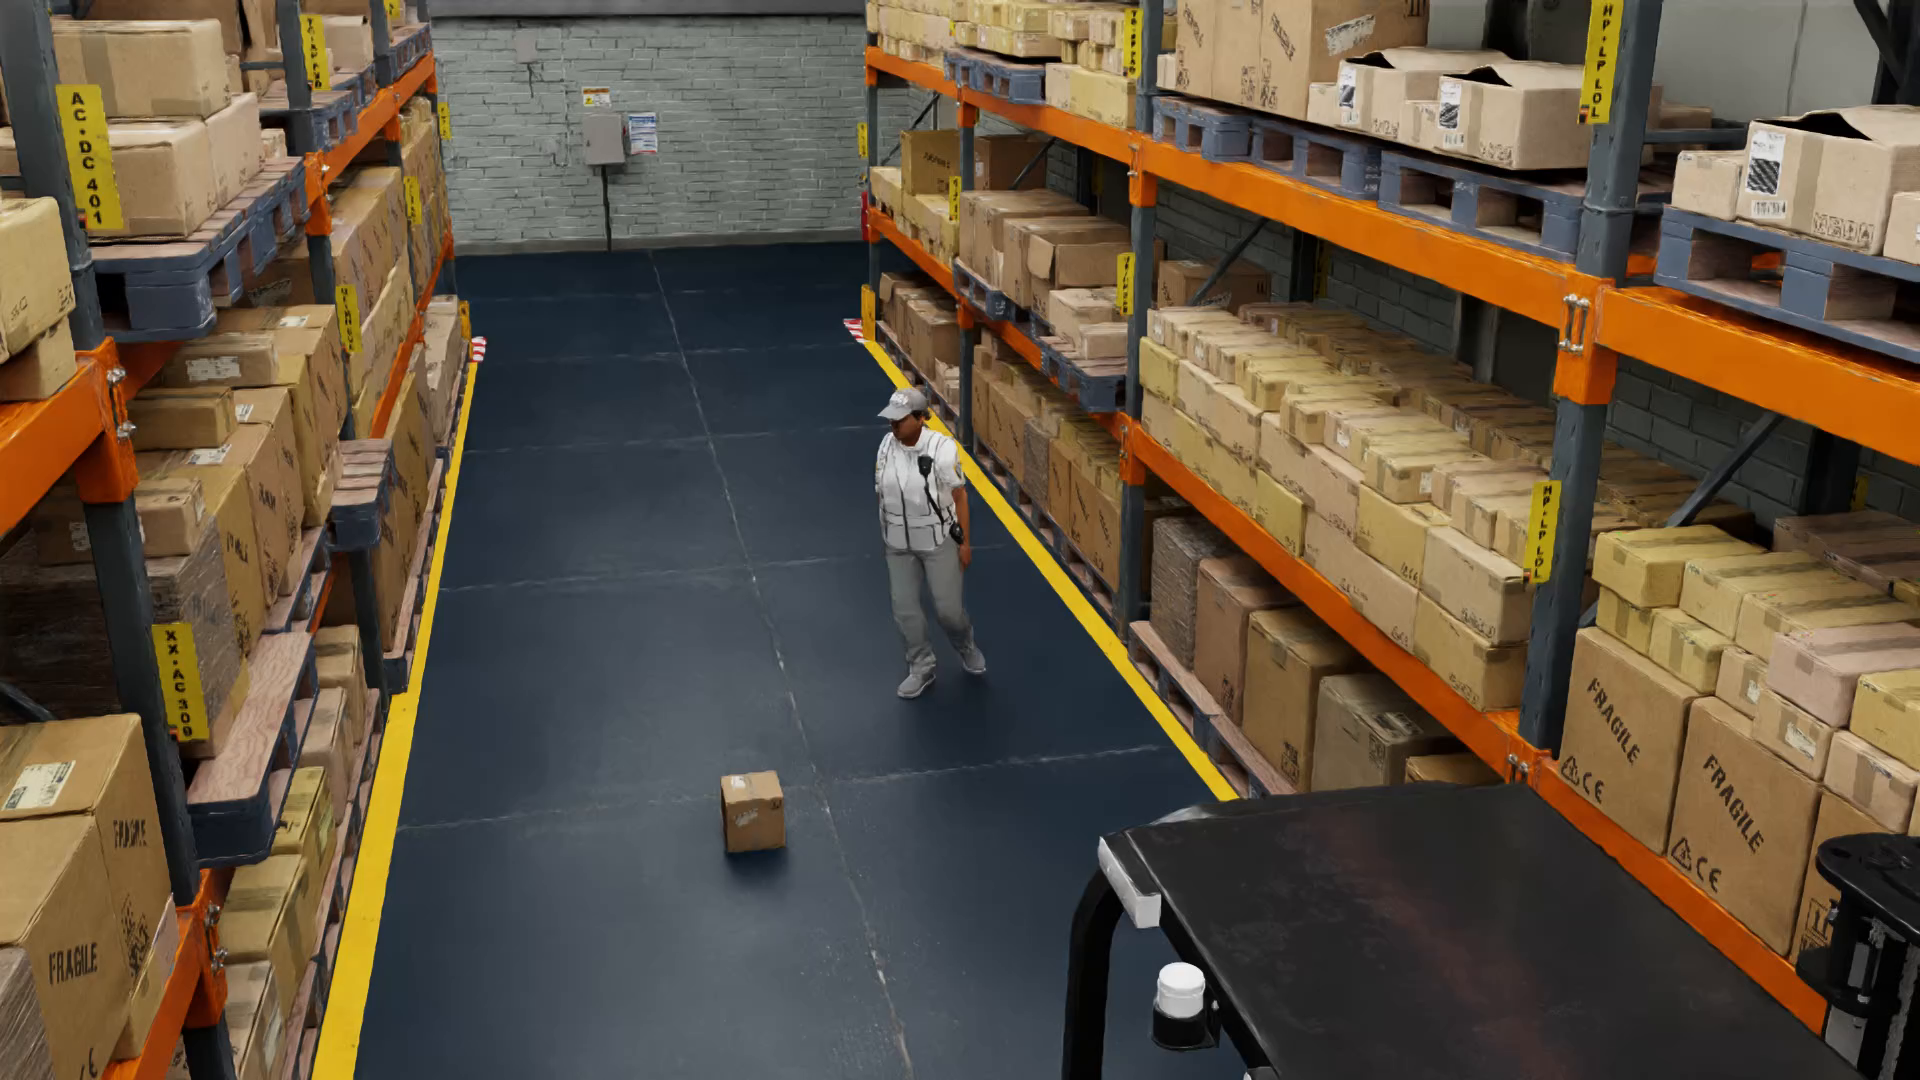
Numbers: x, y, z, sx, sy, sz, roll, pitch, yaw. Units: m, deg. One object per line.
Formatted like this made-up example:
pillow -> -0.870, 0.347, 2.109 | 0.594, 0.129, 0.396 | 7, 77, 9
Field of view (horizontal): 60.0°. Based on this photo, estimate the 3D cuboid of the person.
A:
person -> -0.159, -0.004, 8.580 | 0.547, 1.655, 0.582 | 8, 21, 22
